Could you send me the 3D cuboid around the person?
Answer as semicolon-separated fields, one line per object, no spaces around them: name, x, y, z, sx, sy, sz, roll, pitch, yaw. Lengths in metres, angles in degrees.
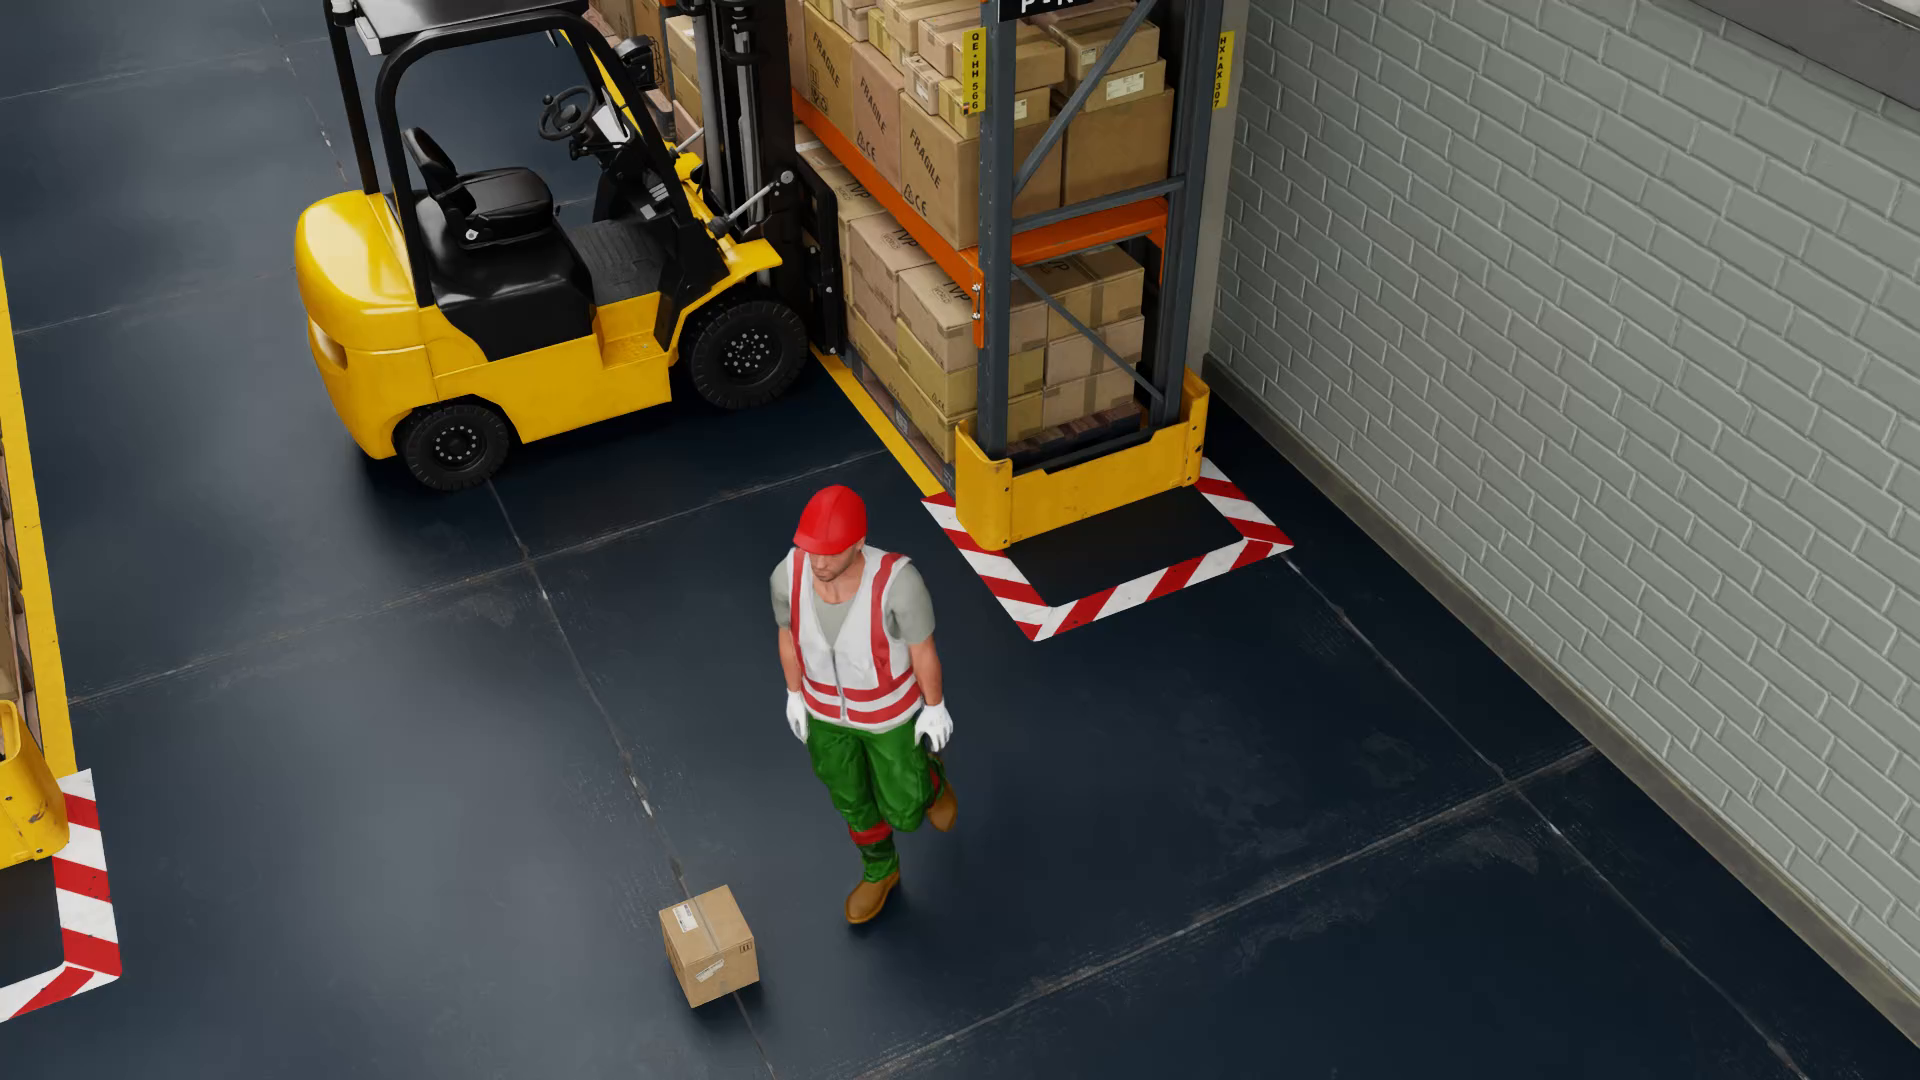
person;-0.305;0.508;5.521;0.607;1.780;0.597;12;42;13
